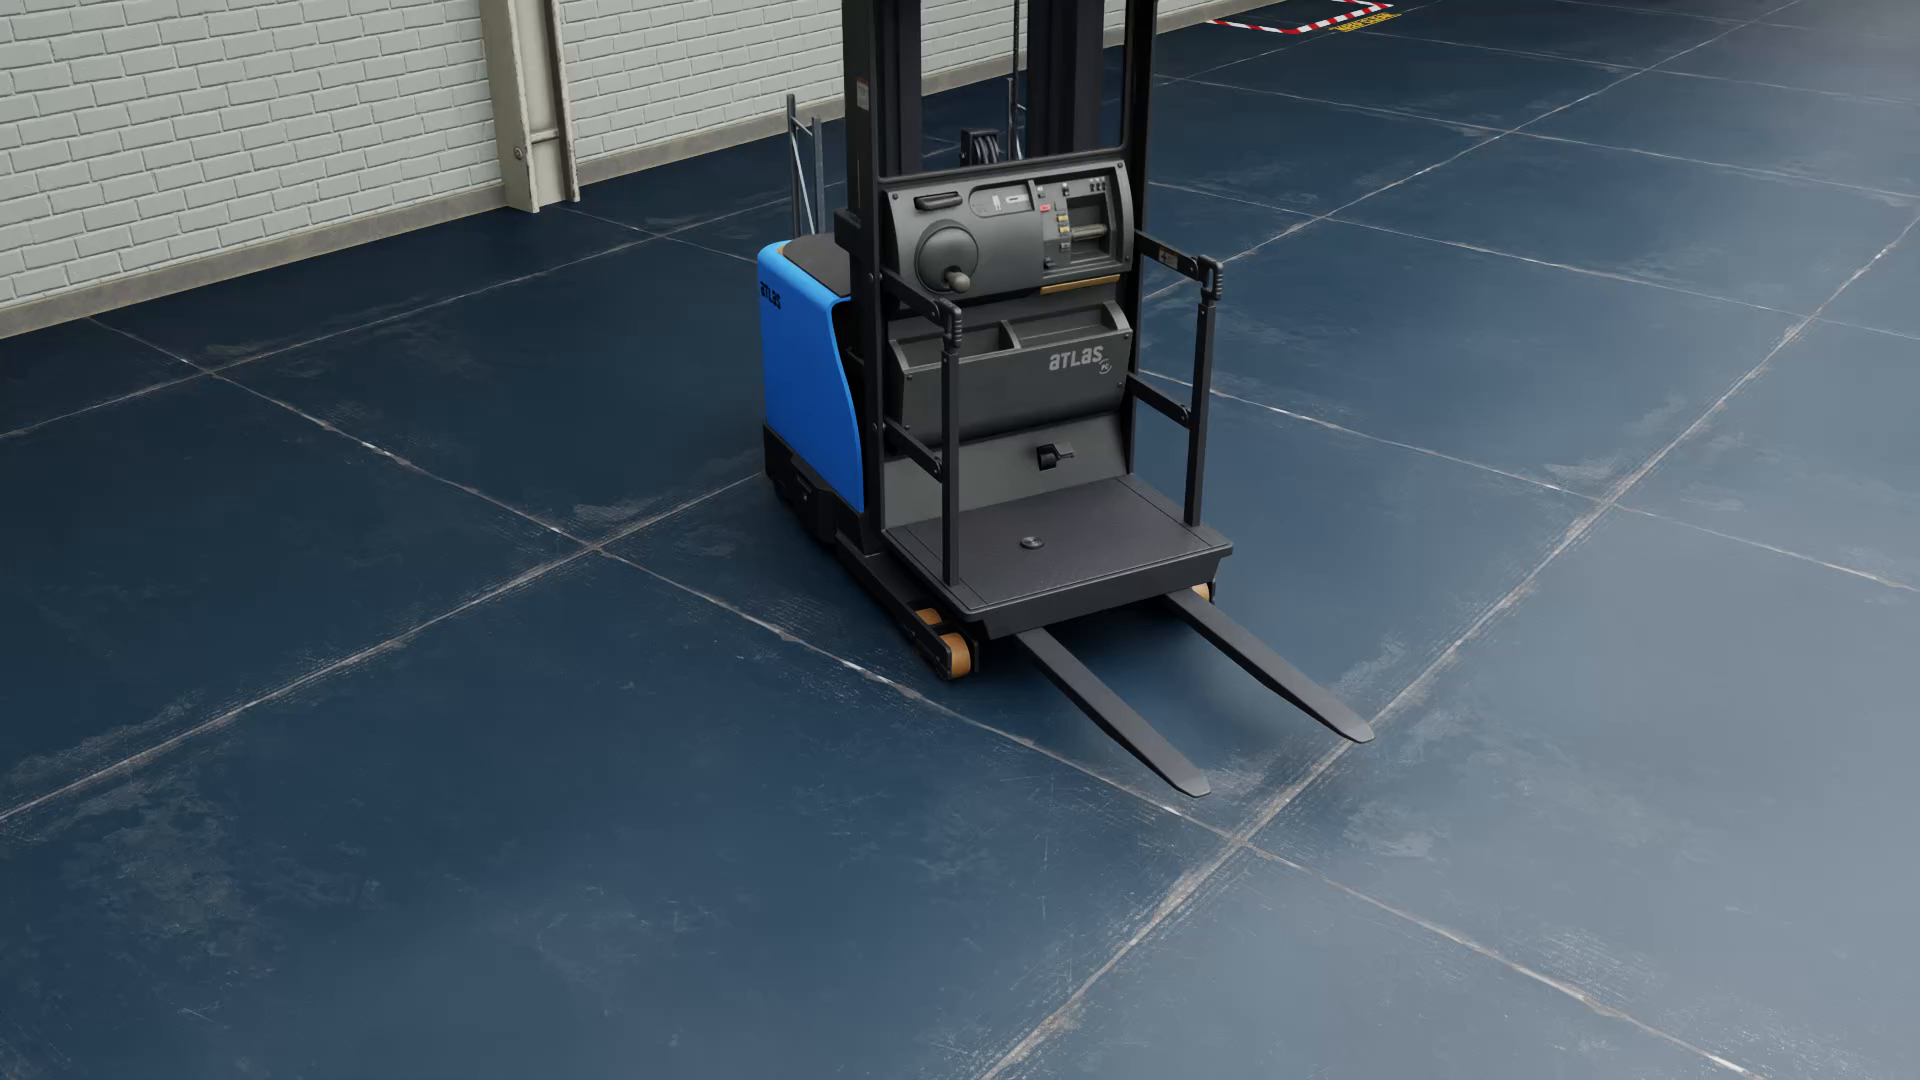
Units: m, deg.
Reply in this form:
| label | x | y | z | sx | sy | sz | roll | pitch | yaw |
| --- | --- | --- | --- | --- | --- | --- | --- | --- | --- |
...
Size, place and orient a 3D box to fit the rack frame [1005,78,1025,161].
| label | x | y | z | sx | sy | sz | roll | pitch | yaw |
| --- | --- | --- | --- | --- | --- | --- | --- | --- | --- |
| rack frame | 0.303 | -1.317 | 7.656 | 0.032 | 1.500 | 0.500 | -9 | 28 | -16 |

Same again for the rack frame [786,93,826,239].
| label | x | y | z | sx | sy | sz | roll | pitch | yaw |
| --- | --- | --- | --- | --- | --- | --- | --- | --- | --- |
| rack frame | -0.661 | -1.169 | 7.371 | 0.032 | 1.500 | 0.500 | -9 | 28 | -16 |

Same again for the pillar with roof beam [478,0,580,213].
| label | x | y | z | sx | sy | sz | roll | pitch | yaw |
| --- | --- | --- | --- | --- | --- | --- | --- | --- | --- |
| pillar with roof beam | 0.533 | -4.994 | 6.610 | 9.100 | 9.000 | 0.400 | 21 | 34 | 34 |

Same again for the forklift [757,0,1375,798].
| label | x | y | z | sx | sy | sz | roll | pitch | yaw |
| --- | --- | --- | --- | --- | --- | --- | --- | --- | --- |
| forklift | 0.286 | -1.047 | 5.583 | 1.130 | 2.935 | 3.031 | -13 | 30 | -24 |

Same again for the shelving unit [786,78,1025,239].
| label | x | y | z | sx | sy | sz | roll | pitch | yaw |
| --- | --- | --- | --- | --- | --- | --- | --- | --- | --- |
| shelving unit | -0.179 | -1.243 | 7.513 | 1.048 | 1.500 | 0.538 | -9 | 28 | -16 |
